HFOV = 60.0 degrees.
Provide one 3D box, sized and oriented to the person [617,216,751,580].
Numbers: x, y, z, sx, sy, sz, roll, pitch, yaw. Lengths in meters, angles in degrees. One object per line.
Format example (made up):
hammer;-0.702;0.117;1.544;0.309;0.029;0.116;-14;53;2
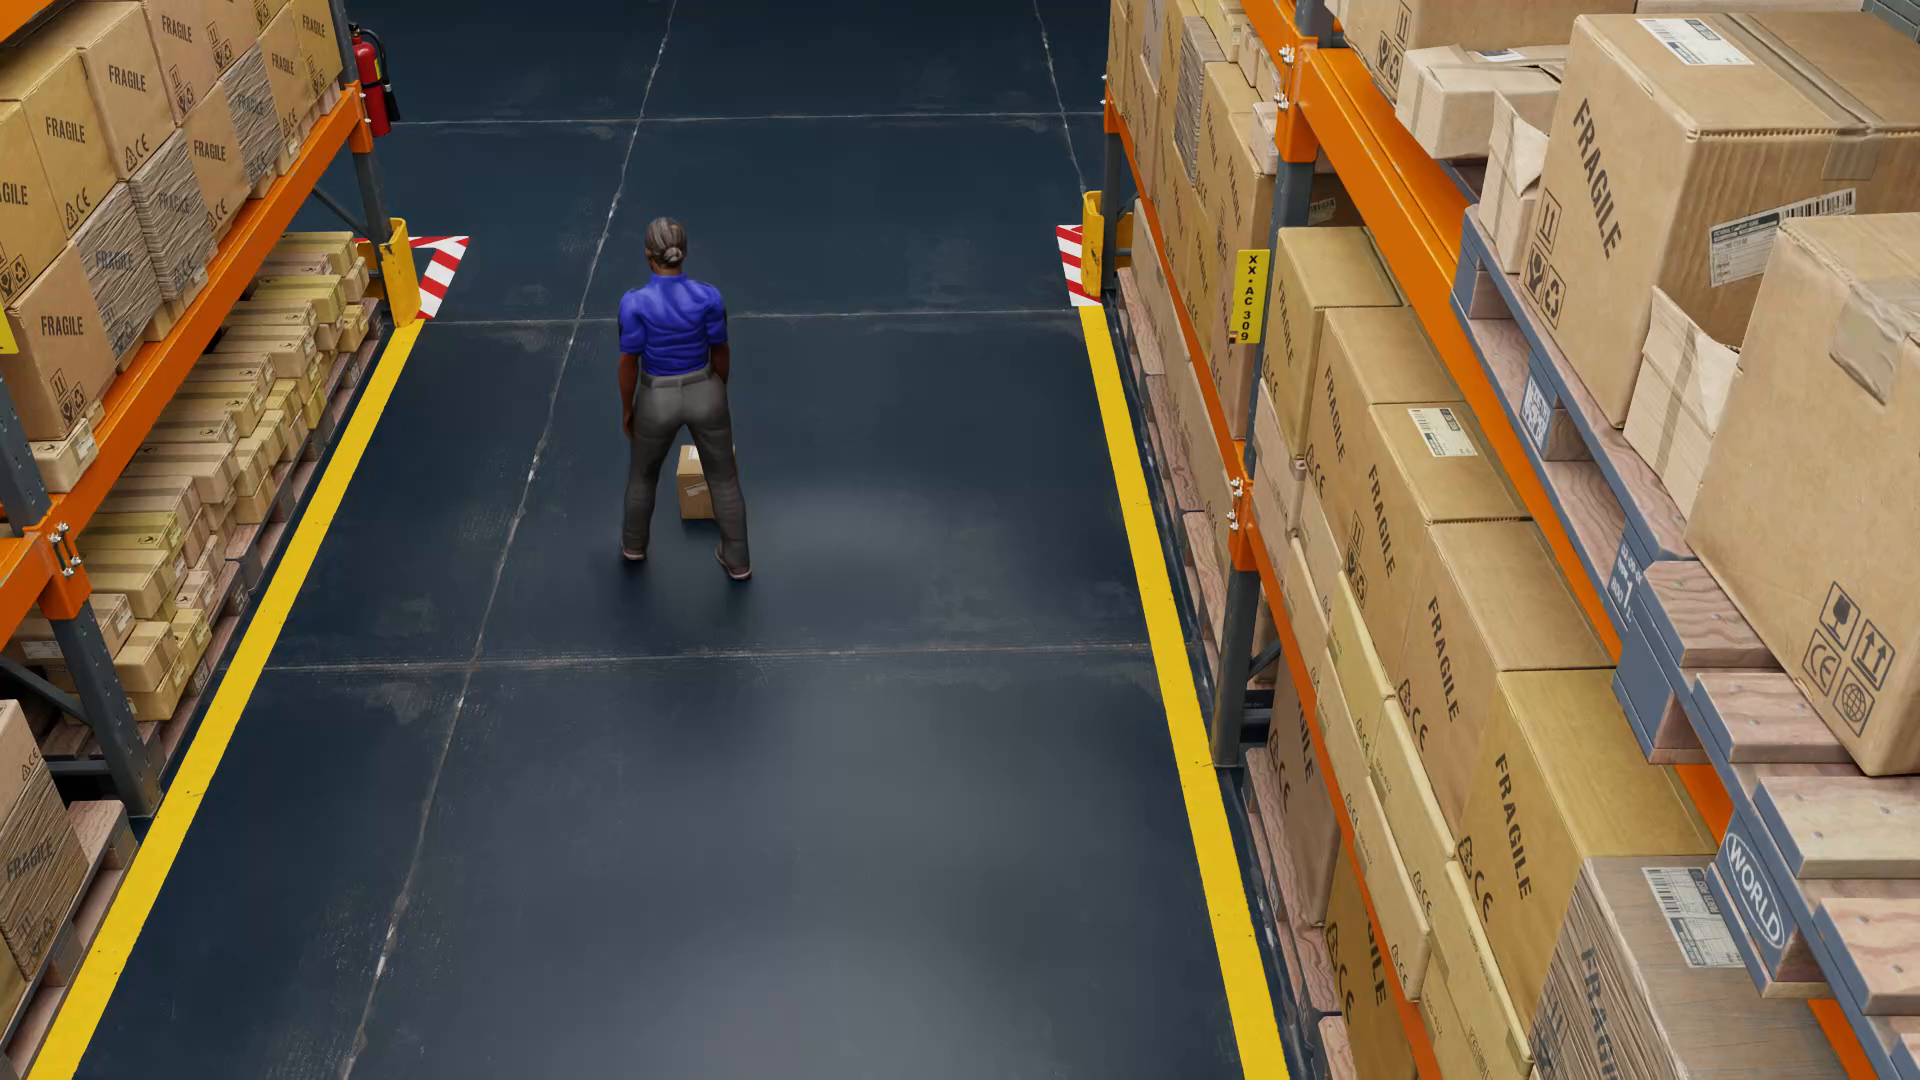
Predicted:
person;-1.229;-0.590;6.984;0.550;1.666;0.524;-8;36;-11
